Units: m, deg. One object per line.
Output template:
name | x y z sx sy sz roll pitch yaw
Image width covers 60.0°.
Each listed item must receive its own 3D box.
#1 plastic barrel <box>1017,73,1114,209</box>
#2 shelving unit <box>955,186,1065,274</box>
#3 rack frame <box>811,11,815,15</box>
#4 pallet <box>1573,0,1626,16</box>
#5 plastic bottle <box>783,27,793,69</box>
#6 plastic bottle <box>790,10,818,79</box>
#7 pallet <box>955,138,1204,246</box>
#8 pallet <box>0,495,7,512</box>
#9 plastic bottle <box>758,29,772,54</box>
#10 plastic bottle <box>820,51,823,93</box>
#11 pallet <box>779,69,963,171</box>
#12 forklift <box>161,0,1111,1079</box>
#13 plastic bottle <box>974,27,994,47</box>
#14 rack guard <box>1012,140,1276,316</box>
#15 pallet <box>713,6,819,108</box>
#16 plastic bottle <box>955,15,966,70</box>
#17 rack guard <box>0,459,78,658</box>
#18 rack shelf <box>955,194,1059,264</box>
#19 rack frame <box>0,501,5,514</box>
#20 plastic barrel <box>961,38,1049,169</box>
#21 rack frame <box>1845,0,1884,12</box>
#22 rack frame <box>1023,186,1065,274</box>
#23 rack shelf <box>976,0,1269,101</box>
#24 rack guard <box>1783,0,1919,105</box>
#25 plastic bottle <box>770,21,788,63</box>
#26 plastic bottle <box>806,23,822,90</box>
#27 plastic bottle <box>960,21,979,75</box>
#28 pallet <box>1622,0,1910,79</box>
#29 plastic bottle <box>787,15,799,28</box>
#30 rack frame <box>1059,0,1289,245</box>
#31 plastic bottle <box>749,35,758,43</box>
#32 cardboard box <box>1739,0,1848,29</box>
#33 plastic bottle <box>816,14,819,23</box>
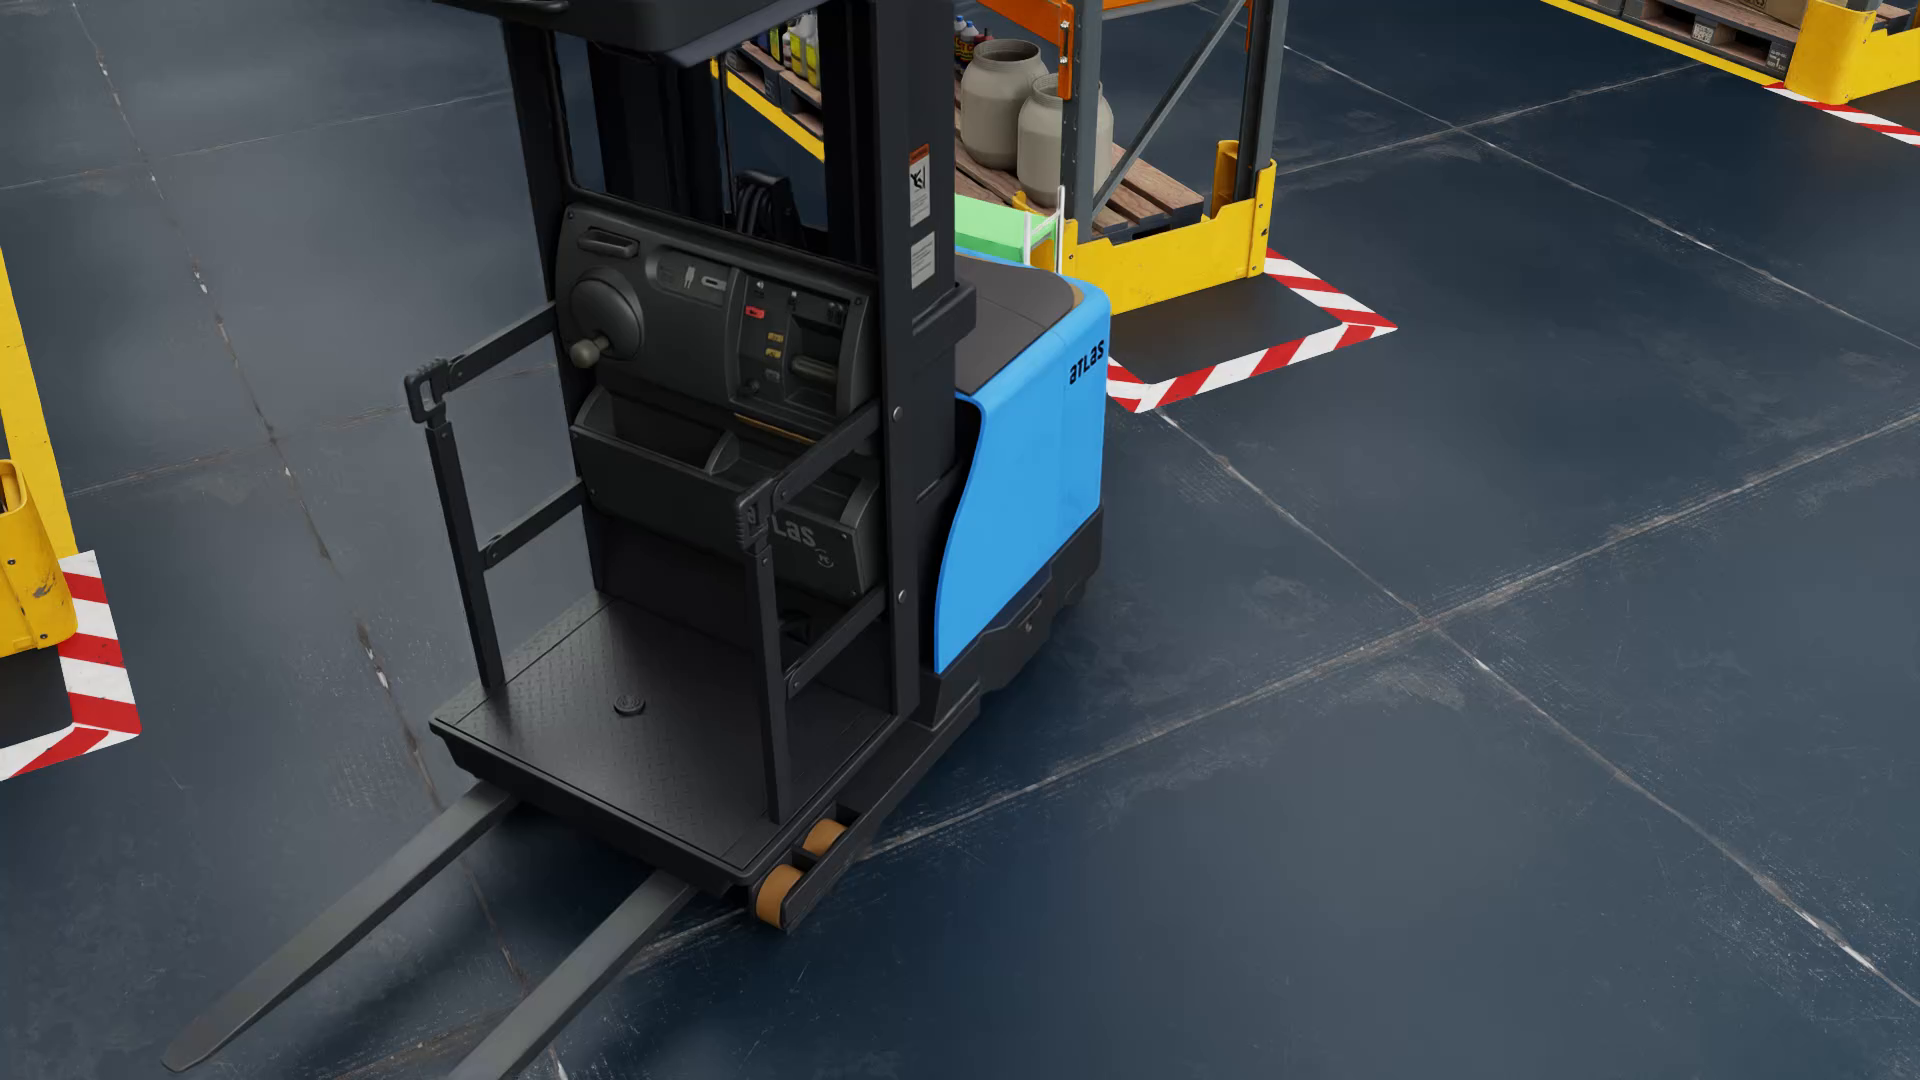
plastic barrel | 0.467 -1.772 7.386 0.421 0.512 0.421 0 36 0
shelving unit | 0.054 -0.646 5.617 0.503 1.200 0.258 20 40 25
rack frame | -1.146 -4.334 9.141 1.000 3.000 0.127 -19 40 -24
pallet | 4.121 -3.721 10.665 1.003 0.211 1.213 -19 40 -24
plastic bottle | -0.883 -2.600 8.766 0.097 0.201 0.097 0 36 0
plastic bottle | -0.791 -2.594 8.632 0.144 0.351 0.185 -19 40 -24
pallet | 0.381 -1.609 7.774 1.003 0.211 1.213 -19 40 -24
pallet | -3.842 -0.080 5.680 1.003 0.211 1.213 -19 40 -24
plastic bottle | -1.005 -2.811 8.929 0.144 0.351 0.185 -21 41 -26
plastic bottle | -0.611 -2.386 8.410 0.152 0.276 0.135 -20 41 -25
pallet | -0.228 -2.230 8.625 1.003 0.211 1.213 -19 40 -24
forklift | -0.732 -0.482 3.925 1.130 2.935 3.031 20 41 25
plastic bottle | 0.124 -2.513 8.577 0.061 0.283 0.133 -18 40 -23
rack guard | 0.784 -1.310 7.119 1.175 0.500 0.348 -19 40 -24
pallet | -0.845 -2.853 9.478 1.003 0.211 1.213 -19 40 -24
plastic bottle | -0.001 -2.613 8.725 0.097 0.271 0.097 0 36 0
rack guard | -3.409 0.193 5.062 1.175 0.500 0.348 -19 40 -24
rack shelf | 0.054 -0.982 5.372 0.480 0.148 0.258 20 40 25
rack frame | -3.421 -0.828 4.341 1.000 3.000 0.127 -19 40 -24
plastic barrel | 0.215 -2.028 7.736 0.421 0.512 0.421 0 36 0
rack frame | 5.146 -3.762 8.358 1.000 3.000 0.127 -19 40 -24
rack frame | 0.263 -0.572 5.516 0.015 1.200 0.240 20 40 25
rack shelf | -0.142 -3.024 7.957 1.077 0.370 4.000 -19 40 -24
rack guard | 5.108 -2.791 9.148 1.175 0.500 0.348 -19 40 -24
plastic bottle | -0.958 -2.687 8.816 0.061 0.283 0.133 -17 39 -22
plastic bottle | -0.698 -2.500 8.502 0.144 0.351 0.185 -17 40 -22
plastic bottle | 0.050 -2.562 8.655 0.097 0.271 0.097 0 36 0
pallet | 4.730 -3.099 9.815 1.003 0.211 1.213 -19 40 -24
plastic bottle | -0.899 -2.715 8.865 0.097 0.271 0.097 0 36 0
rack frame | 0.863 -2.294 6.348 1.000 3.000 0.127 -19 40 -24
plastic bottle | -1.100 -2.907 9.061 0.144 0.351 0.185 -18 40 -23
cardboard box | 4.846 -3.246 9.414 0.500 0.500 0.500 -12 38 -16
plastic bottle | -0.676 -2.621 8.732 0.152 0.276 0.135 -19 40 -24
